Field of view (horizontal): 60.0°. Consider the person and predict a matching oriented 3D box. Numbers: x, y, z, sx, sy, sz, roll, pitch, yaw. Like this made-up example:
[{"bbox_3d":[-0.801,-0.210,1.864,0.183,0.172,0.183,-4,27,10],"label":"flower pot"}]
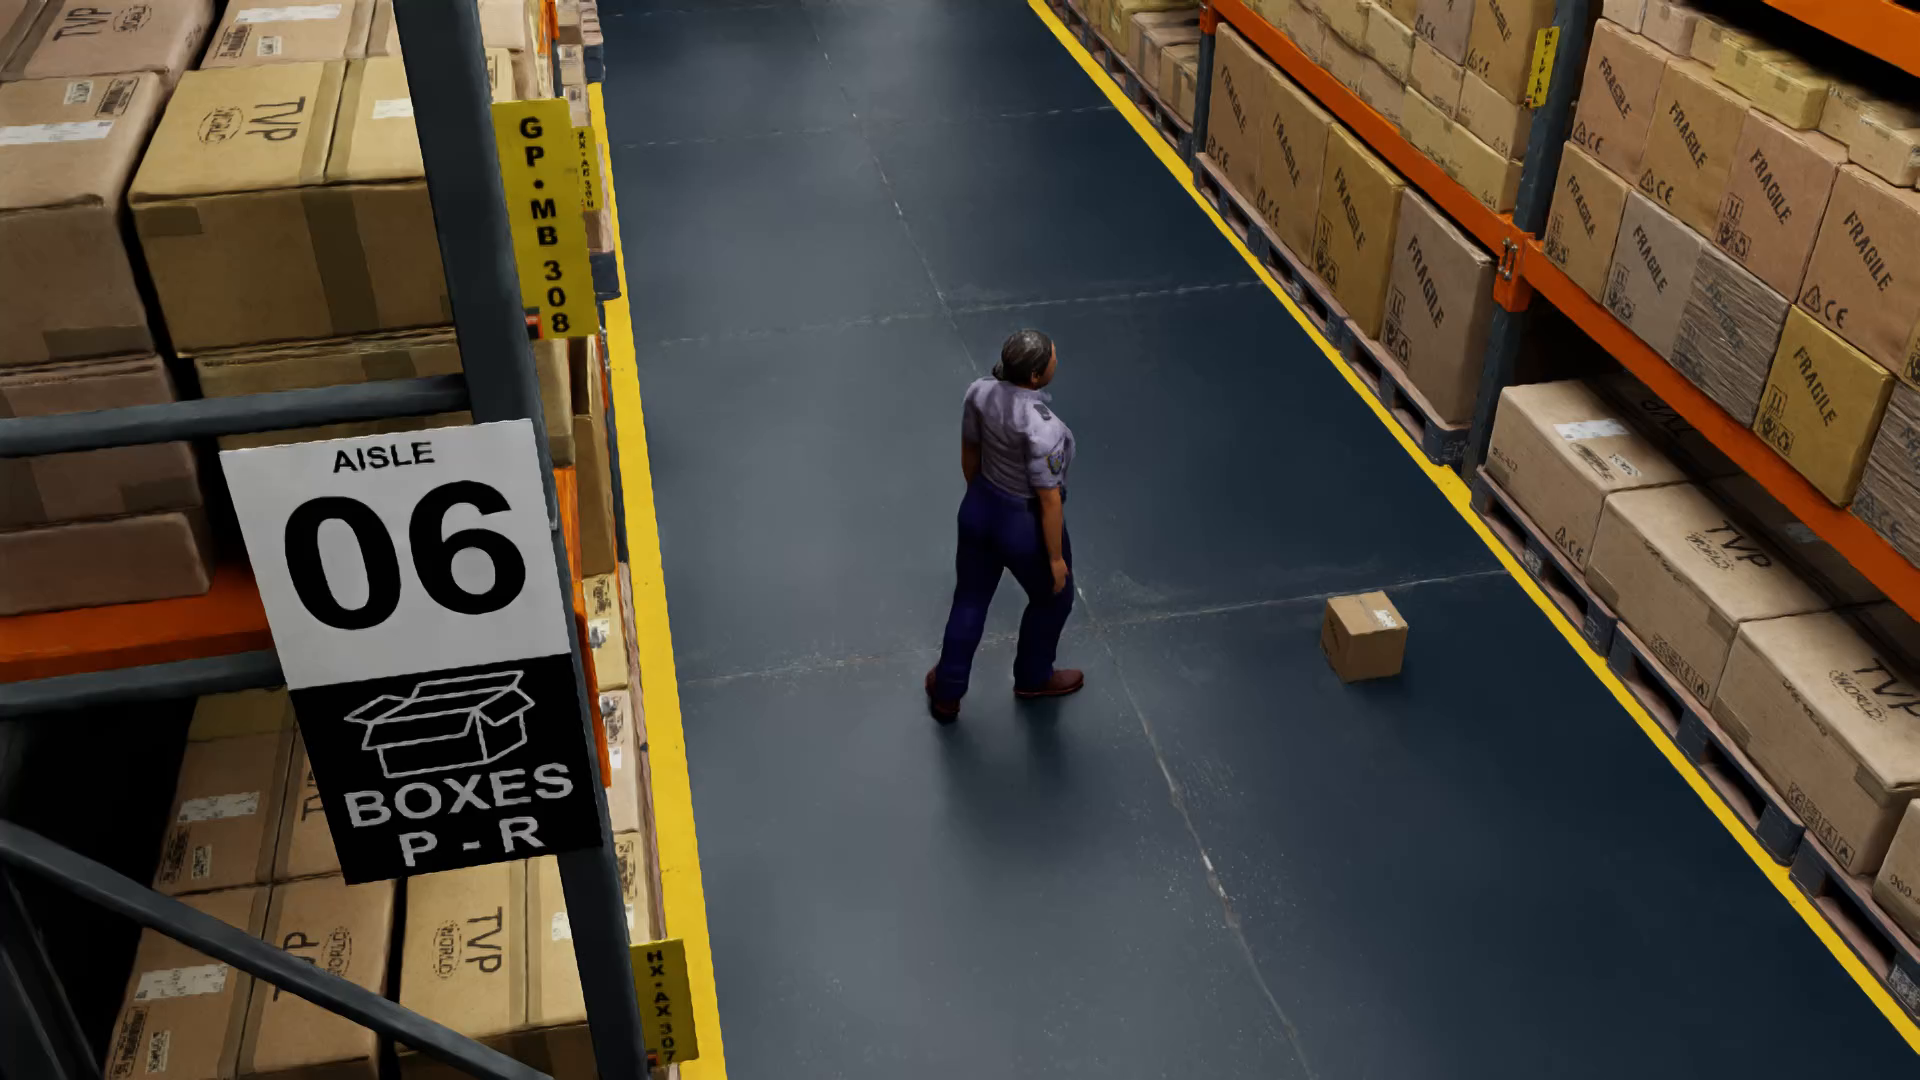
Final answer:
[{"bbox_3d":[0.187,-0.039,6.231,0.584,1.625,0.602,29,44,35],"label":"person"}]
